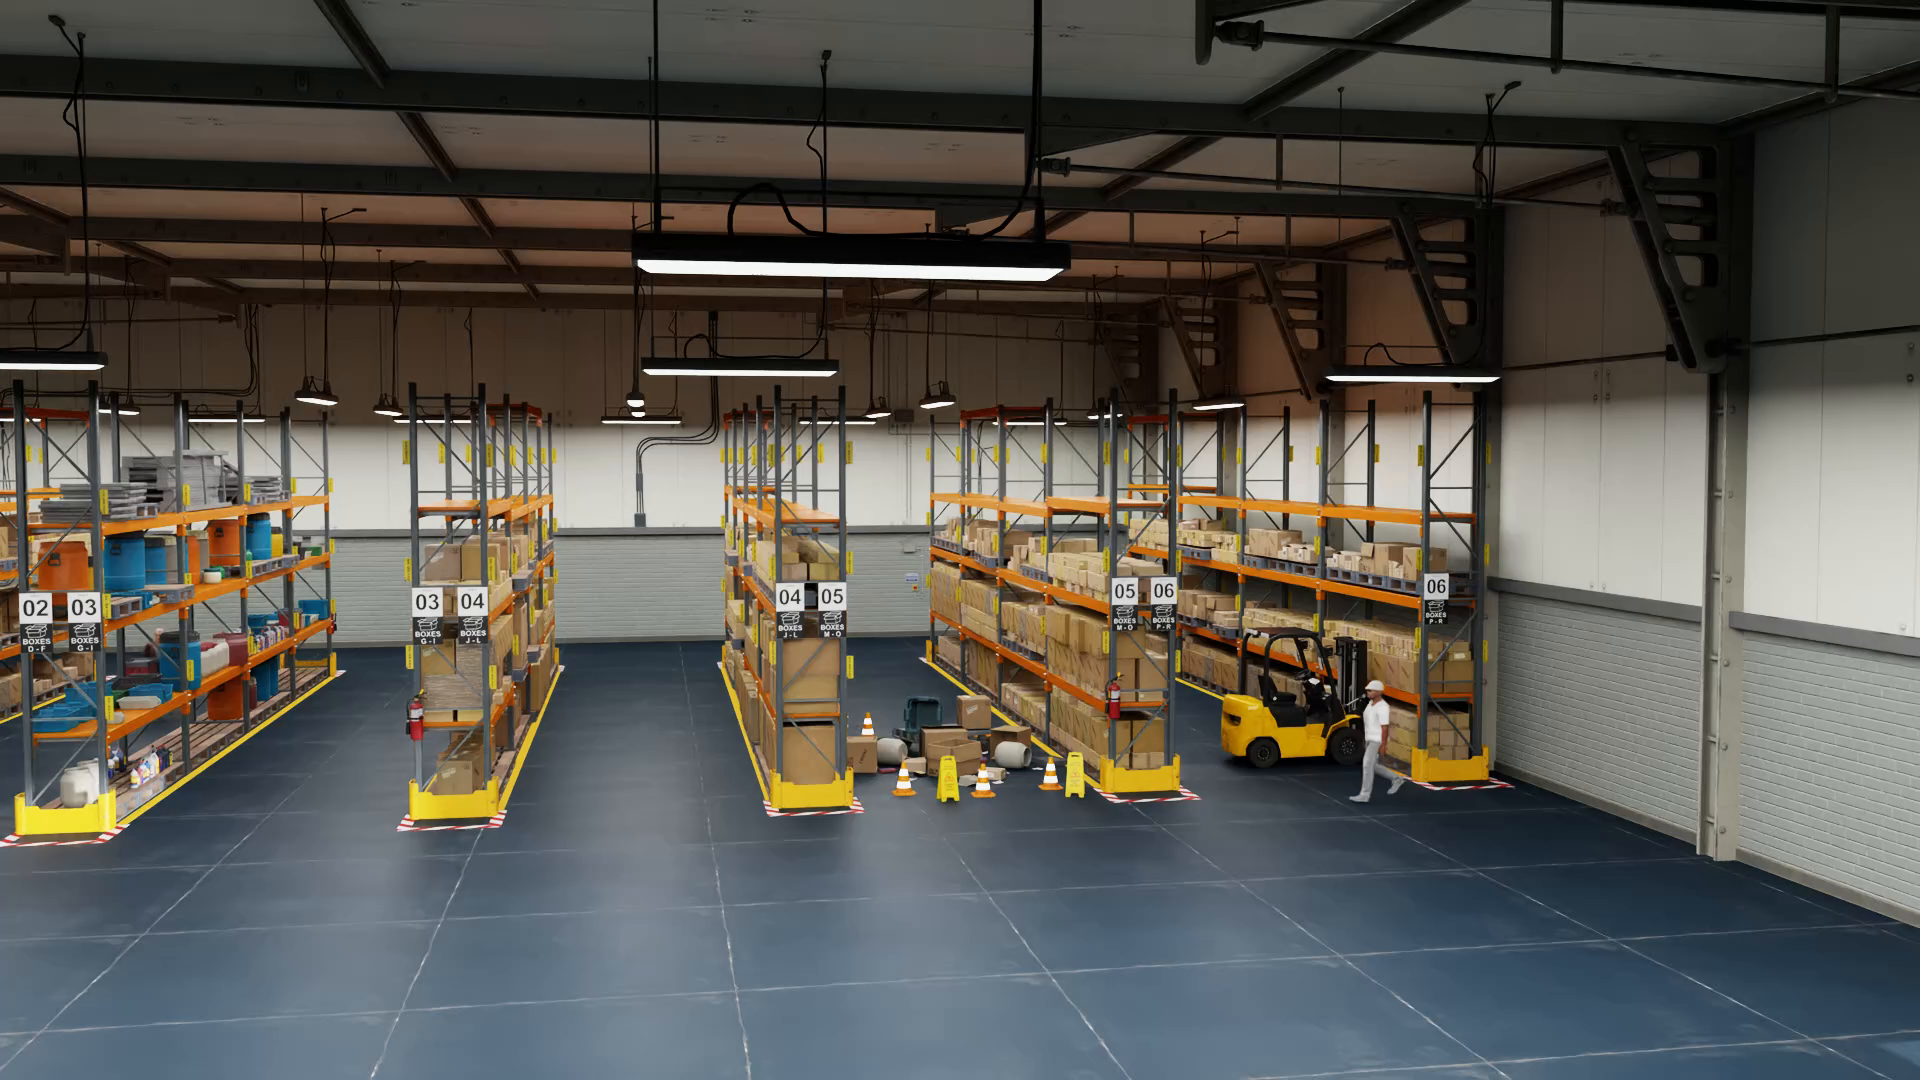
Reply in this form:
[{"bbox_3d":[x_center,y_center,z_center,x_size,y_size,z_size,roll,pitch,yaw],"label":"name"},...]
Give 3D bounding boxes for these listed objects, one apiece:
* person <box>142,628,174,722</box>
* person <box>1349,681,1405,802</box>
[{"bbox_3d":[-15.168,2.533,31.577,0.668,1.763,0.757,-1,3,-20],"label":"person"},{"bbox_3d":[6.041,2.906,24.108,0.890,1.746,0.594,0,3,-5],"label":"person"}]
